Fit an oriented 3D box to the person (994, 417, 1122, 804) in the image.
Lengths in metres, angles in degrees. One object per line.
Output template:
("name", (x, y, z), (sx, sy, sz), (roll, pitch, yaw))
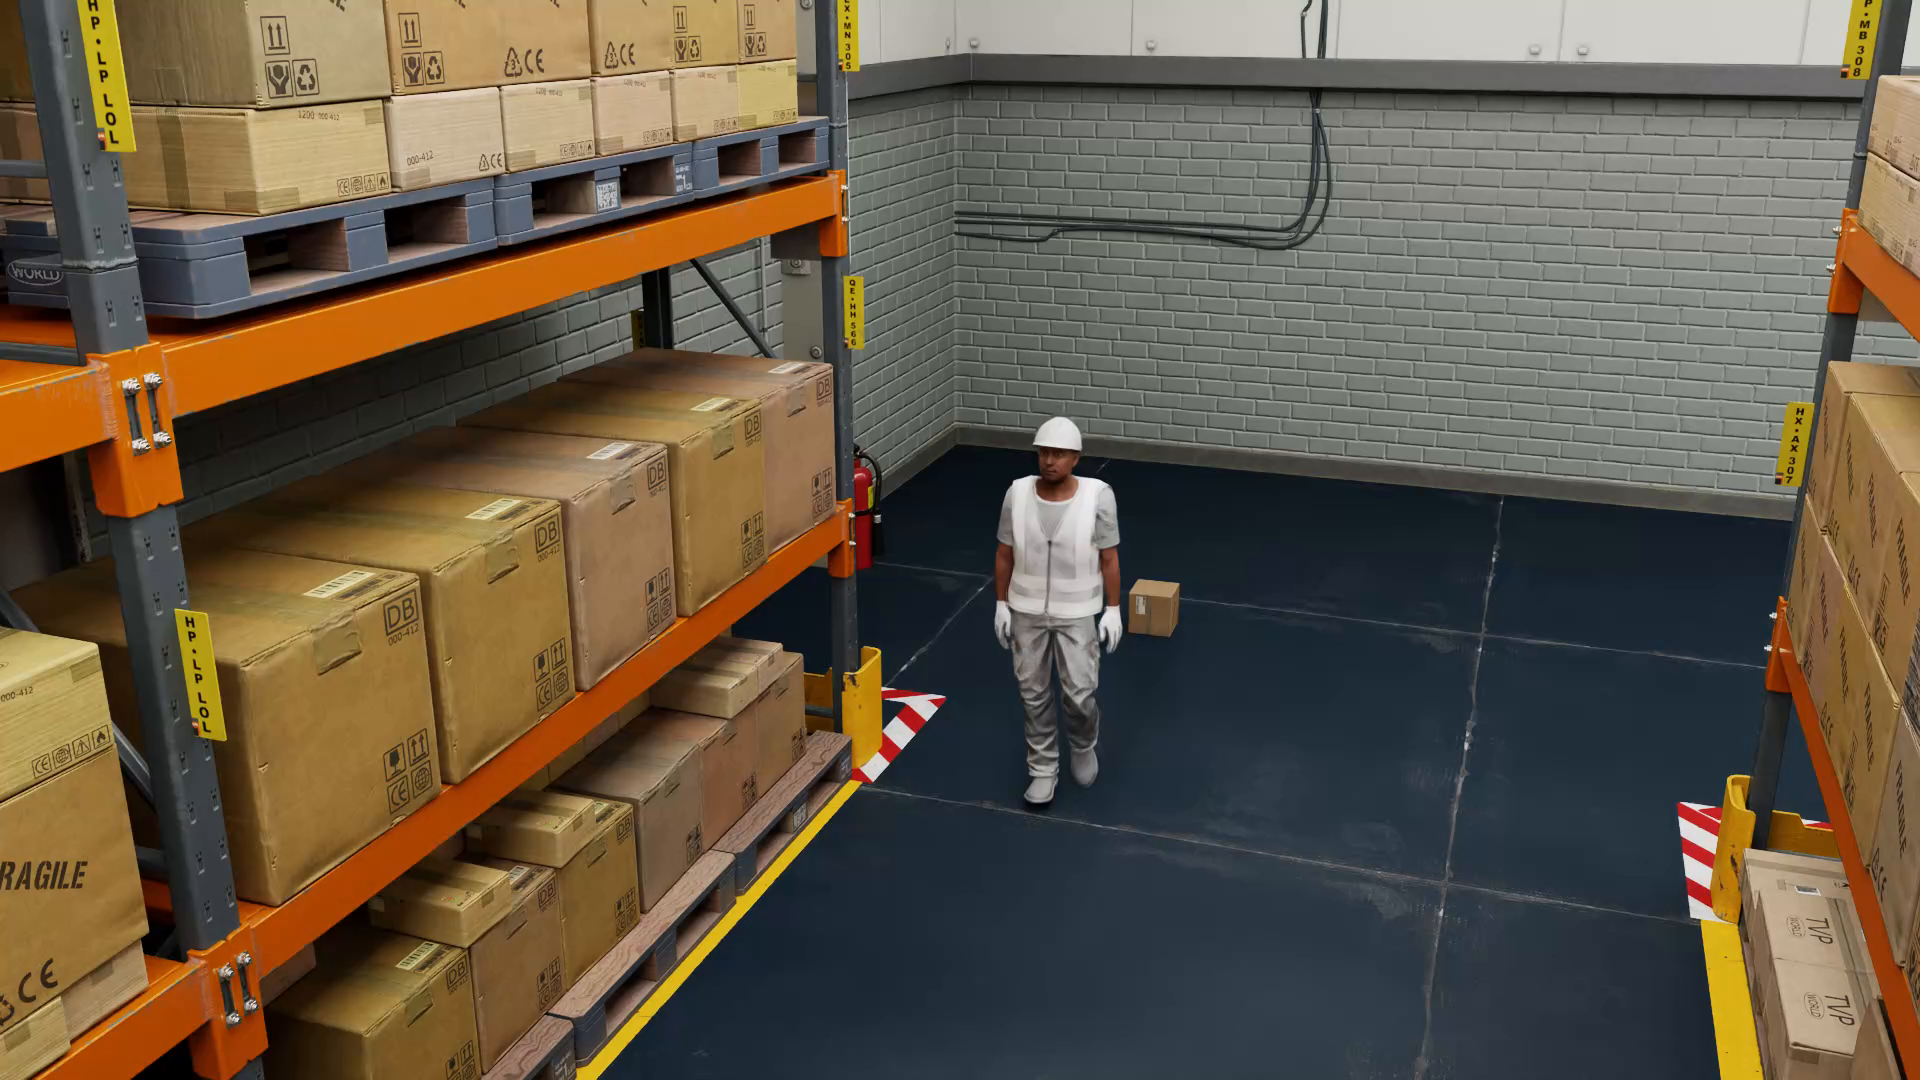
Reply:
("person", (0.431, 0.324, 7.453), (0.586, 1.776, 0.480), (5, 19, 15))
